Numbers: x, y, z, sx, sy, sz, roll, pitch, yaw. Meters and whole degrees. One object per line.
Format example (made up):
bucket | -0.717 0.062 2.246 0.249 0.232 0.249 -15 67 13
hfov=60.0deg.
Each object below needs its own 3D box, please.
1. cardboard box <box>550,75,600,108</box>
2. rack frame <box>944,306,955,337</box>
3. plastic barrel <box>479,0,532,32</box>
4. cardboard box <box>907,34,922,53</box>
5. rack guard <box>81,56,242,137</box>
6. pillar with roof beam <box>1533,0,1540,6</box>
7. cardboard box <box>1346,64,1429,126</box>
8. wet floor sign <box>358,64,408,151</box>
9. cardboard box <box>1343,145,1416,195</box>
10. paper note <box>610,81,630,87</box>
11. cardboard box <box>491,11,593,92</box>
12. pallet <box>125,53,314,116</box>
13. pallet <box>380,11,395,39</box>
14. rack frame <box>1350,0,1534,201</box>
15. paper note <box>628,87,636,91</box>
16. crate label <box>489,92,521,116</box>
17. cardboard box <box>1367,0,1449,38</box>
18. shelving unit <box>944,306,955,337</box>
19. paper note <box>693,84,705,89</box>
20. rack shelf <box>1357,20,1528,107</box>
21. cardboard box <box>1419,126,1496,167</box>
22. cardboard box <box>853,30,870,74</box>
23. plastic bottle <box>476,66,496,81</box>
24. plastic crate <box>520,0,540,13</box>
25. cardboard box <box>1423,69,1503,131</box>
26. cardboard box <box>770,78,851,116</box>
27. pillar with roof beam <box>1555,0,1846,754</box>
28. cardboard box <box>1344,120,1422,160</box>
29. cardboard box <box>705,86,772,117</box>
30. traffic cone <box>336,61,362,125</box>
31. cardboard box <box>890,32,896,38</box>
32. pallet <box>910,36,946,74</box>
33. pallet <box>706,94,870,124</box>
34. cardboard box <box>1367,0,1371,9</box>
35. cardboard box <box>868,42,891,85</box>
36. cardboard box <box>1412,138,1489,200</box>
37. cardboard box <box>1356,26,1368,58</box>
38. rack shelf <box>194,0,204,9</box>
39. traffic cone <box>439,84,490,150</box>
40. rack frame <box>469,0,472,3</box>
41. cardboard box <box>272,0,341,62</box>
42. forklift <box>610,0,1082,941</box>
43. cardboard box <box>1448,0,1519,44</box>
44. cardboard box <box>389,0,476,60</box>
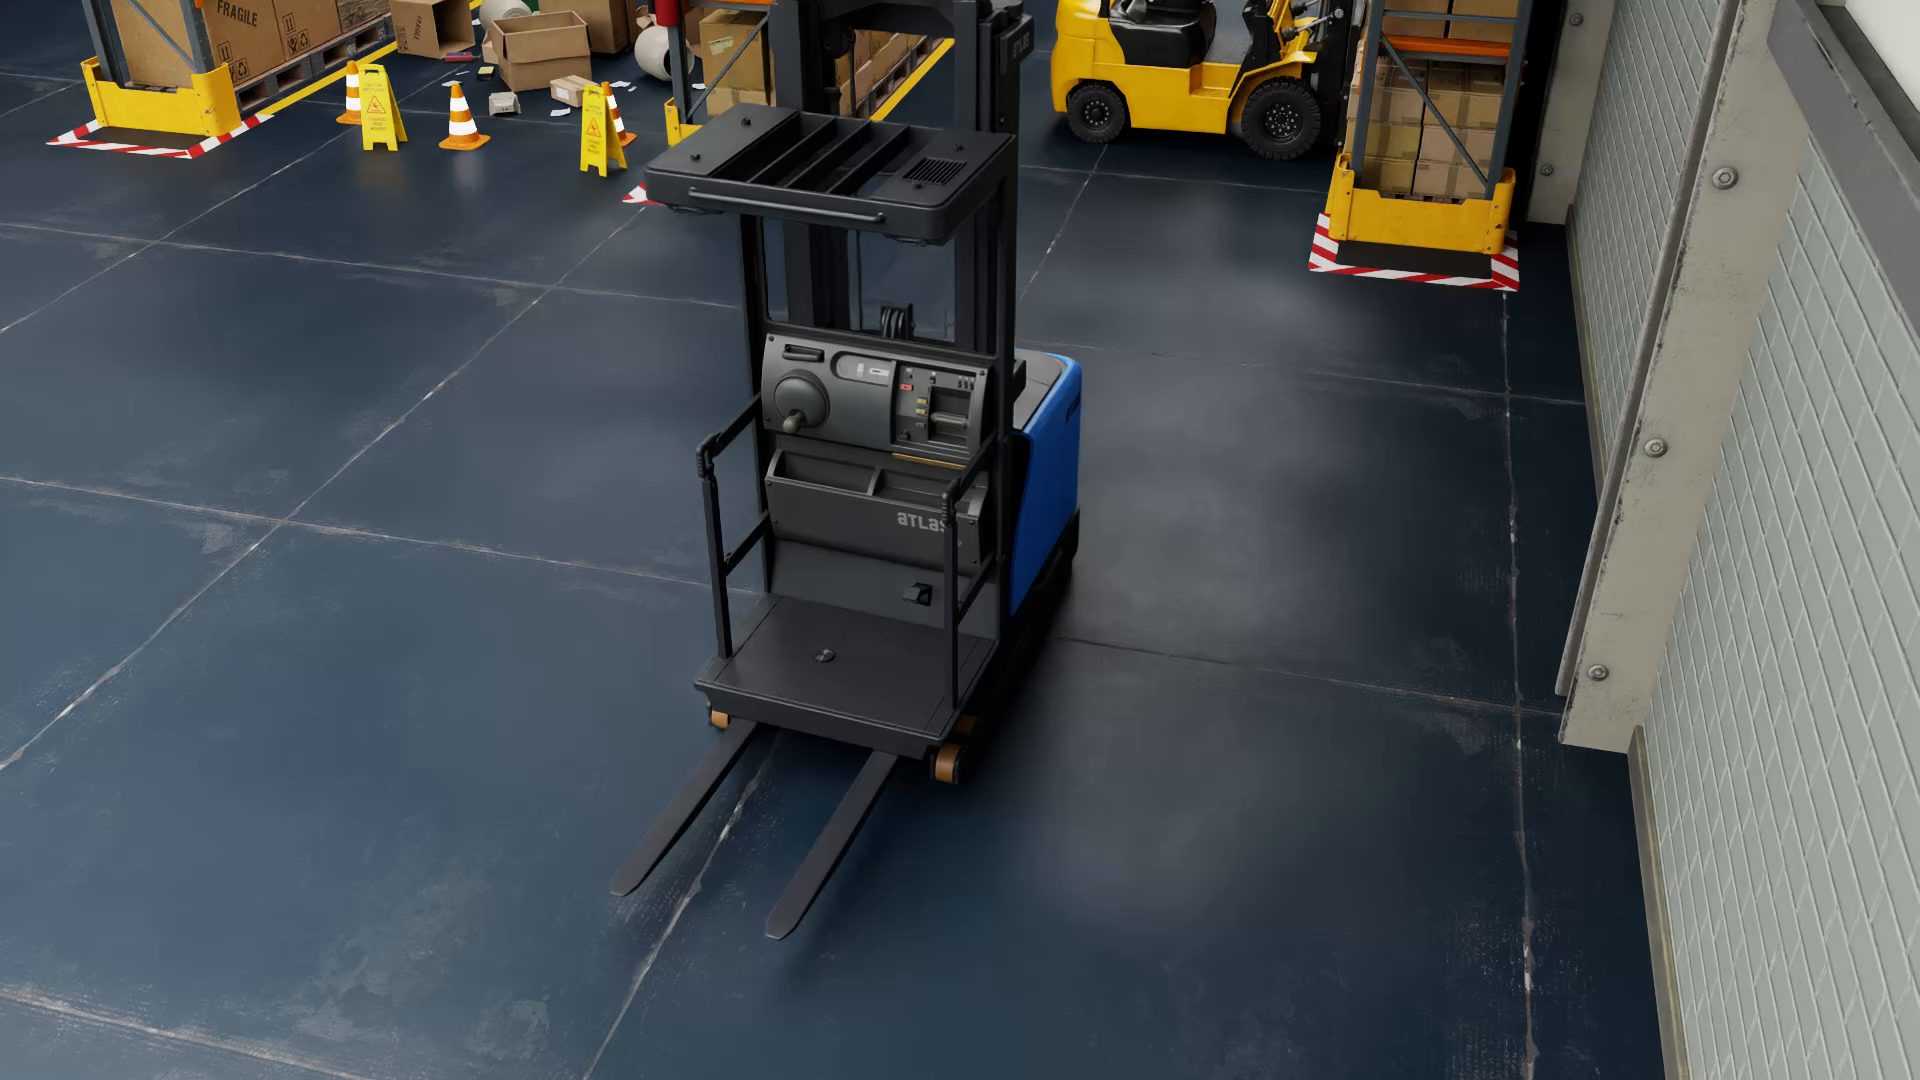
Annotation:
cardboard box | -3.258 -3.804 14.095 0.380 0.149 0.250 28 42 36
rack frame | 0.038 -0.556 8.006 0.240 1.200 0.006 11 34 17
plastic barrel | -4.239 -4.865 15.508 0.421 0.421 0.512 -21 38 -29
cardboard box | -0.637 -4.524 14.742 0.500 0.250 0.500 7 33 11
rack guard | -6.456 -3.606 13.457 1.175 0.500 0.348 8 33 12
pillar with roof beam | 1.573 -9.848 15.354 9.100 9.000 0.400 8 33 12
cardboard box | 2.981 -3.099 11.568 0.500 0.250 0.500 9 34 14
wet floor sign | -4.542 -3.396 12.990 0.267 0.644 0.232 3 33 4
cardboard box | 2.979 -2.682 11.845 0.500 0.250 0.500 8 33 13
paper note | -2.961 -3.976 14.487 0.148 0.019 0.142 20 38 29
cardboard box | -3.639 -4.255 14.474 0.797 0.503 0.637 -14 35 -21
pallet | -6.323 -3.923 14.224 1.003 0.211 1.213 8 33 12
pallet | -5.704 -5.189 16.215 1.003 0.211 1.213 8 33 12
rack frame | 3.166 -3.378 10.768 1.000 3.000 0.127 8 33 12
paper note | -2.830 -3.902 14.378 0.032 0.001 0.123 8 33 12
crate label | -3.795 -3.634 13.839 0.250 0.136 0.298 -8 33 -13
cardboard box | 3.037 -3.712 11.199 0.500 0.500 0.500 7 33 11
shelving unit | 0.069 -0.602 8.079 0.258 1.200 0.189 11 34 17
paper note | -2.249 -3.945 14.427 0.142 0.019 0.148 -3 33 -4
rack shelf | 3.673 -4.113 12.594 1.077 0.370 4.000 8 33 12
cardboard box | 3.486 -2.822 11.599 0.500 0.250 0.500 9 33 13
cardboard box | -1.030 -4.051 13.299 0.500 0.500 0.500 7 33 11
plastic bottle | -4.184 -4.132 14.693 0.133 0.061 0.283 -3 33 -4
plastic crate | -4.212 -5.319 16.388 0.662 0.188 0.450 -28 32 -37
cardboard box | 3.471 -3.041 11.477 0.500 0.250 0.500 8 33 12
cardboard box | -1.164 -3.450 13.053 0.500 0.250 0.500 8 33 12
pillar with roof beam | -1.472 -3.621 5.559 9.100 9.000 0.400 8 33 12
cardboard box | 2.987 -2.901 11.724 0.500 0.250 0.500 8 33 12
cardboard box | -1.685 -3.538 13.190 0.500 0.250 0.500 8 33 12
traffic cone | -4.942 -3.685 13.616 0.336 0.463 0.334 8 33 12
cardboard box | -0.768 -4.589 14.145 0.500 0.500 0.500 10 34 15
pallet | -0.758 -4.598 15.286 1.003 0.211 1.213 8 33 12
pallet | -1.377 -3.332 13.294 1.003 0.211 1.213 8 33 12
cardboard box | 3.500 -4.161 13.239 0.500 0.250 0.500 9 34 14
cardboard box | -0.901 -3.999 13.916 0.500 0.250 0.500 10 34 16
cardboard box | 3.480 -2.624 11.752 0.500 0.250 0.500 8 33 13
cardboard box | 3.223 -3.628 12.400 0.500 0.250 0.500 8 33 13
rack shelf | -5.942 -5.408 14.632 1.077 0.370 4.000 8 33 12
traffic cone | -3.935 -3.355 13.096 0.336 0.463 0.334 8 33 12
rack frame | -5.435 -6.749 16.071 1.000 3.000 0.127 8 33 12
cardboard box | -6.121 -4.772 14.550 0.875 0.875 0.875 8 33 12
forklift | -0.410 -0.506 6.313 1.130 2.935 3.031 11 34 17
cardboard box | 3.560 -3.640 11.086 0.500 0.500 0.500 9 34 14
cardboard box | -4.836 -4.750 15.254 0.500 0.500 0.500 14 35 21
